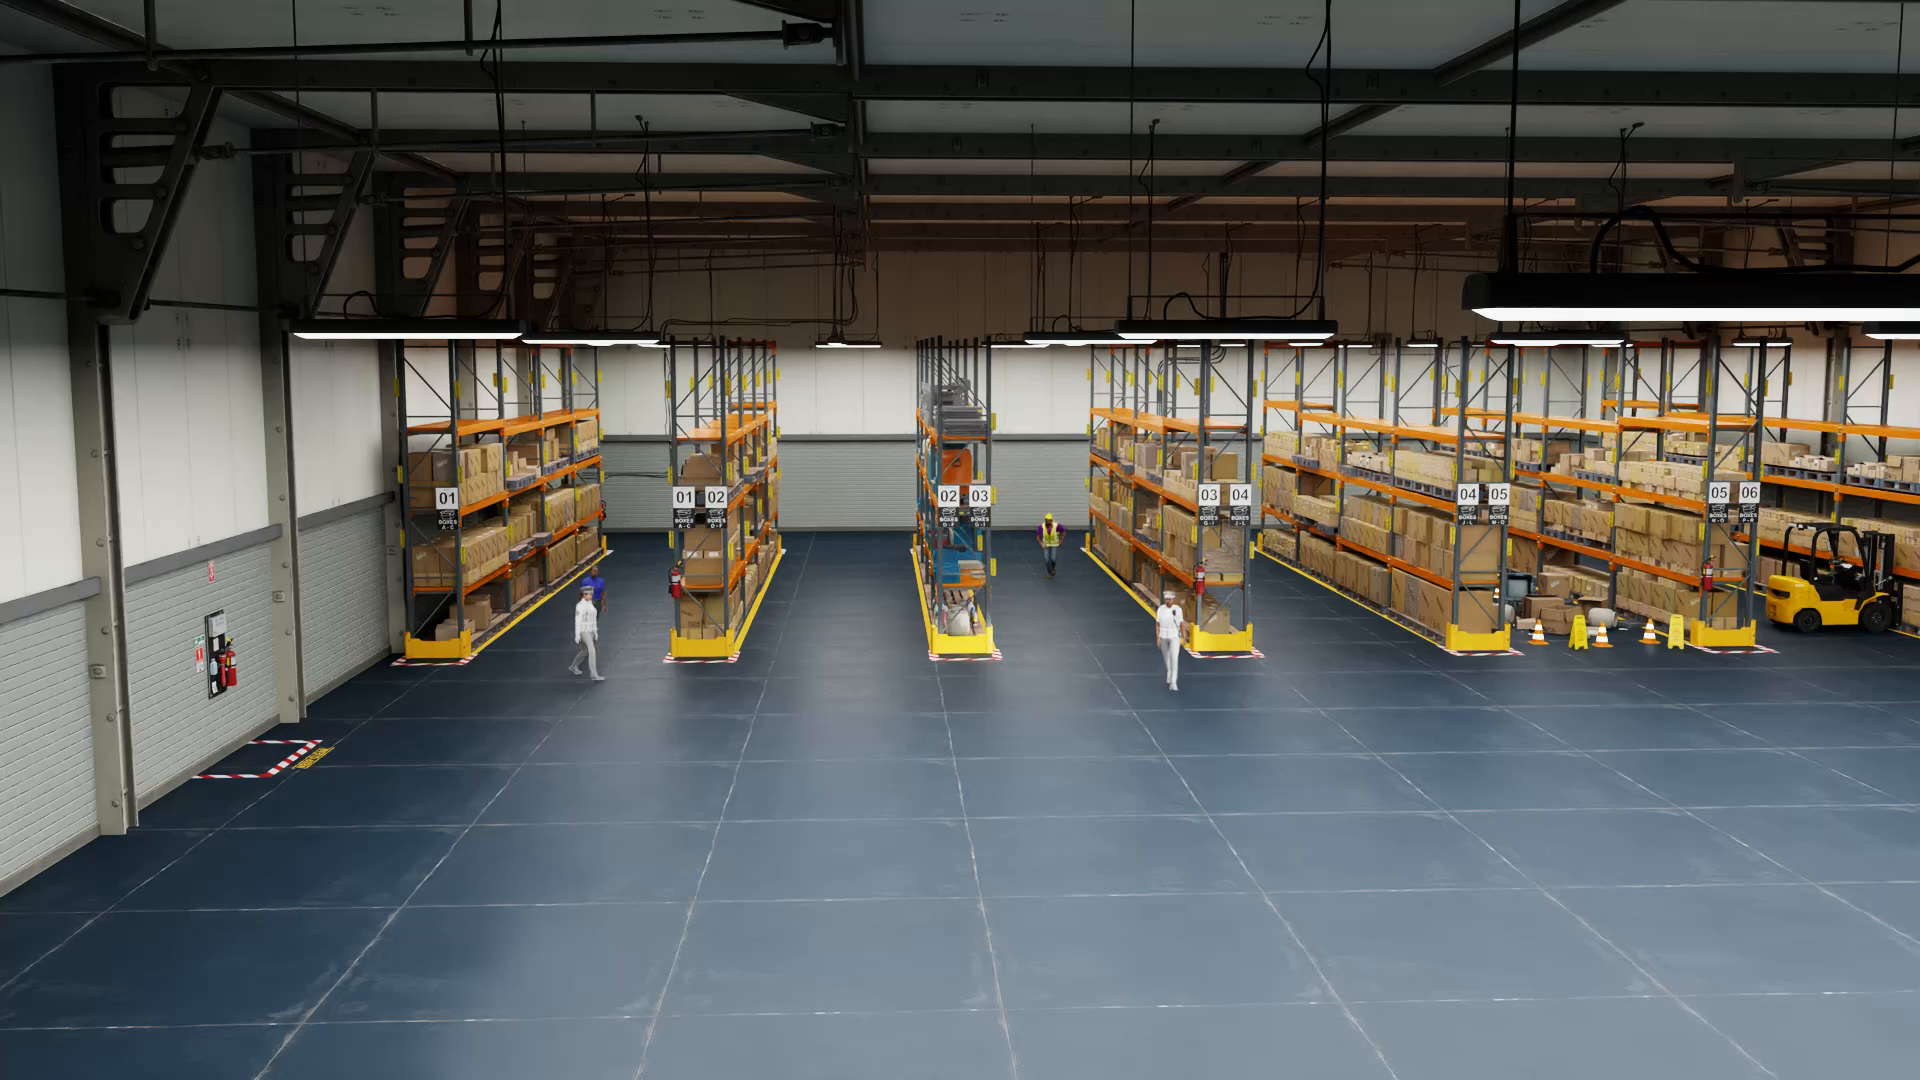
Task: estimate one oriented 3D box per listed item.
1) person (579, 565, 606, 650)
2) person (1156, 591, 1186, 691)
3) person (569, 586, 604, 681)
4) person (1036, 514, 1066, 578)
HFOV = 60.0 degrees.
[{"bbox_3d":[-7.052,1.270,31.993,0.490,1.605,0.954,-6,9,-42],"label":"person"},{"bbox_3d":[3.569,1.674,28.312,0.492,1.639,0.907,3,7,23],"label":"person"},{"bbox_3d":[-6.558,1.609,29.117,0.853,1.624,0.494,2,7,16],"label":"person"},{"bbox_3d":[2.293,0.145,41.883,0.743,1.659,0.720,1,7,8],"label":"person"}]
